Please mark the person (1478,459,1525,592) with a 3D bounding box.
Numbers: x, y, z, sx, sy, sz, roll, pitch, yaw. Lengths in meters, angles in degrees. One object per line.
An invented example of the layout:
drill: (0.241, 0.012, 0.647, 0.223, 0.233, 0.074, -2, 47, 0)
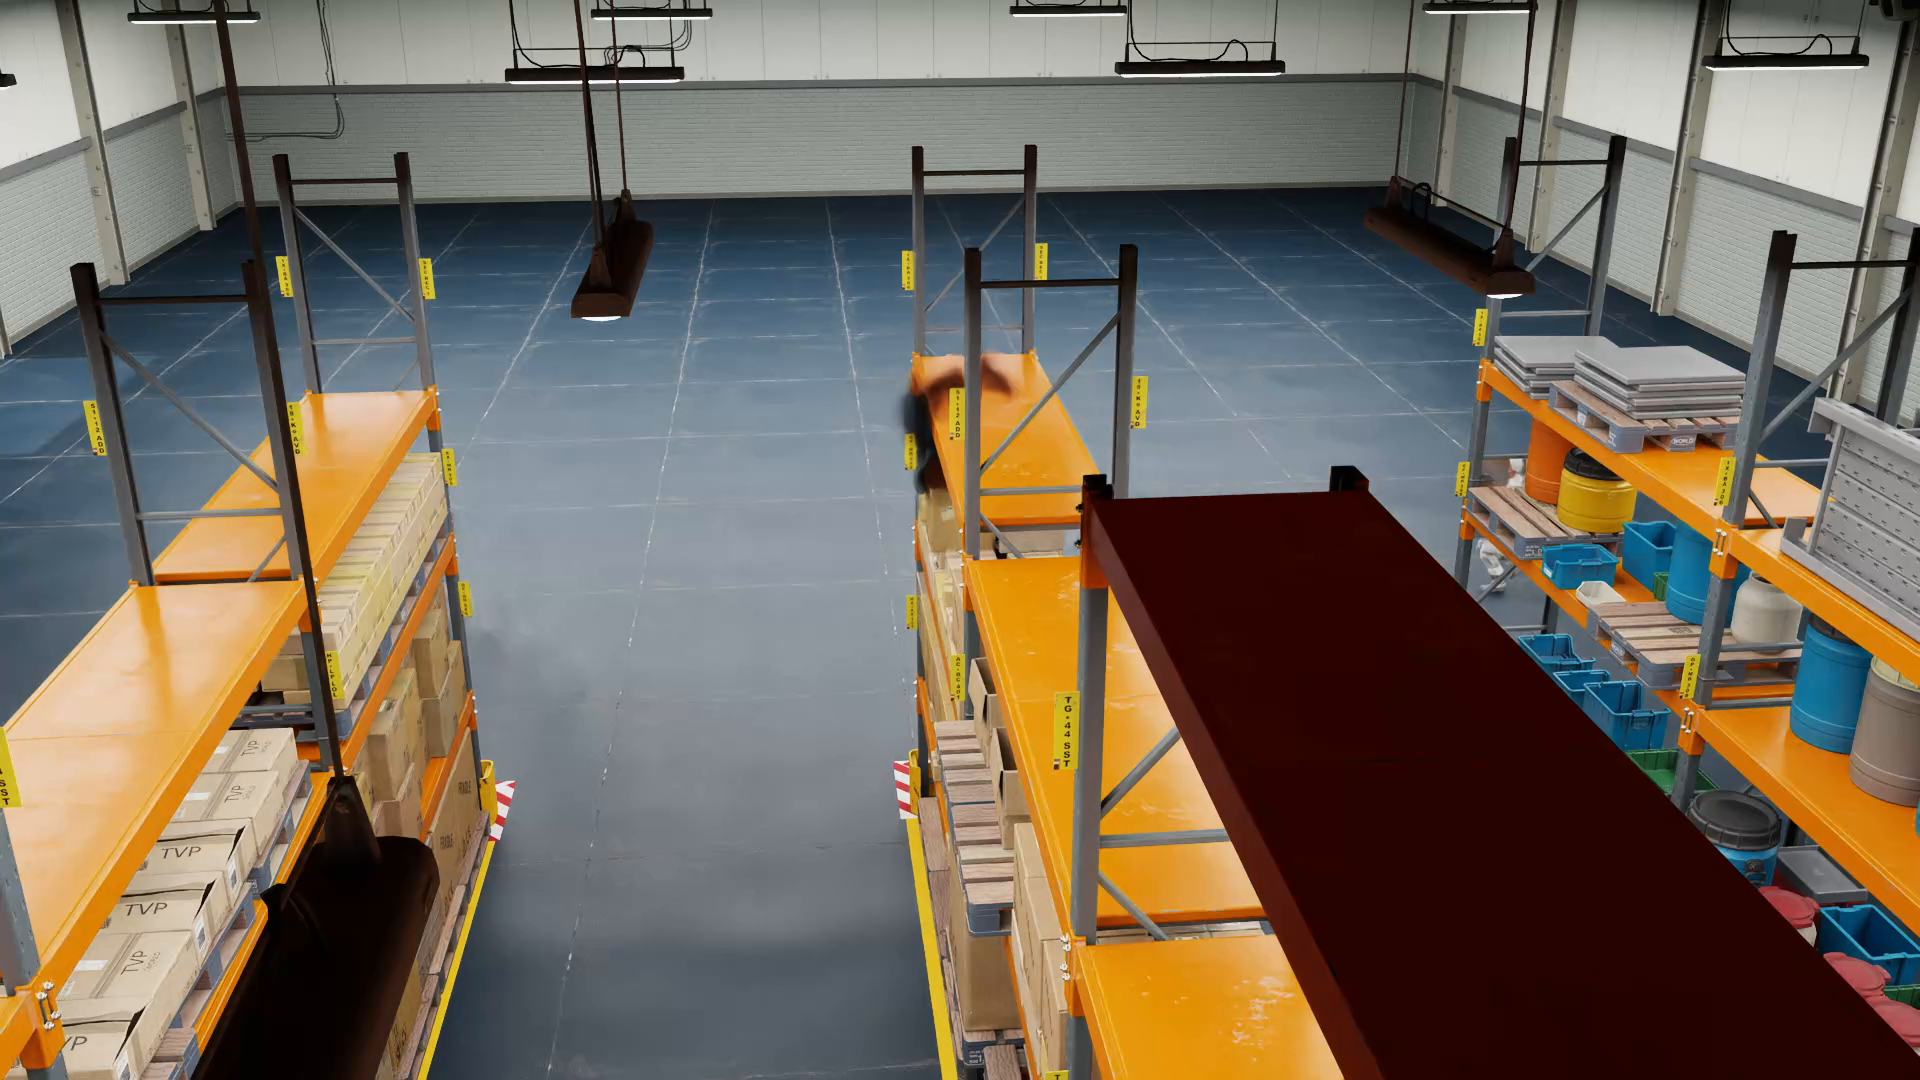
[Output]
person: (6.459, -0.188, 19.761, 0.570, 1.738, 0.711, 10, 24, 23)
